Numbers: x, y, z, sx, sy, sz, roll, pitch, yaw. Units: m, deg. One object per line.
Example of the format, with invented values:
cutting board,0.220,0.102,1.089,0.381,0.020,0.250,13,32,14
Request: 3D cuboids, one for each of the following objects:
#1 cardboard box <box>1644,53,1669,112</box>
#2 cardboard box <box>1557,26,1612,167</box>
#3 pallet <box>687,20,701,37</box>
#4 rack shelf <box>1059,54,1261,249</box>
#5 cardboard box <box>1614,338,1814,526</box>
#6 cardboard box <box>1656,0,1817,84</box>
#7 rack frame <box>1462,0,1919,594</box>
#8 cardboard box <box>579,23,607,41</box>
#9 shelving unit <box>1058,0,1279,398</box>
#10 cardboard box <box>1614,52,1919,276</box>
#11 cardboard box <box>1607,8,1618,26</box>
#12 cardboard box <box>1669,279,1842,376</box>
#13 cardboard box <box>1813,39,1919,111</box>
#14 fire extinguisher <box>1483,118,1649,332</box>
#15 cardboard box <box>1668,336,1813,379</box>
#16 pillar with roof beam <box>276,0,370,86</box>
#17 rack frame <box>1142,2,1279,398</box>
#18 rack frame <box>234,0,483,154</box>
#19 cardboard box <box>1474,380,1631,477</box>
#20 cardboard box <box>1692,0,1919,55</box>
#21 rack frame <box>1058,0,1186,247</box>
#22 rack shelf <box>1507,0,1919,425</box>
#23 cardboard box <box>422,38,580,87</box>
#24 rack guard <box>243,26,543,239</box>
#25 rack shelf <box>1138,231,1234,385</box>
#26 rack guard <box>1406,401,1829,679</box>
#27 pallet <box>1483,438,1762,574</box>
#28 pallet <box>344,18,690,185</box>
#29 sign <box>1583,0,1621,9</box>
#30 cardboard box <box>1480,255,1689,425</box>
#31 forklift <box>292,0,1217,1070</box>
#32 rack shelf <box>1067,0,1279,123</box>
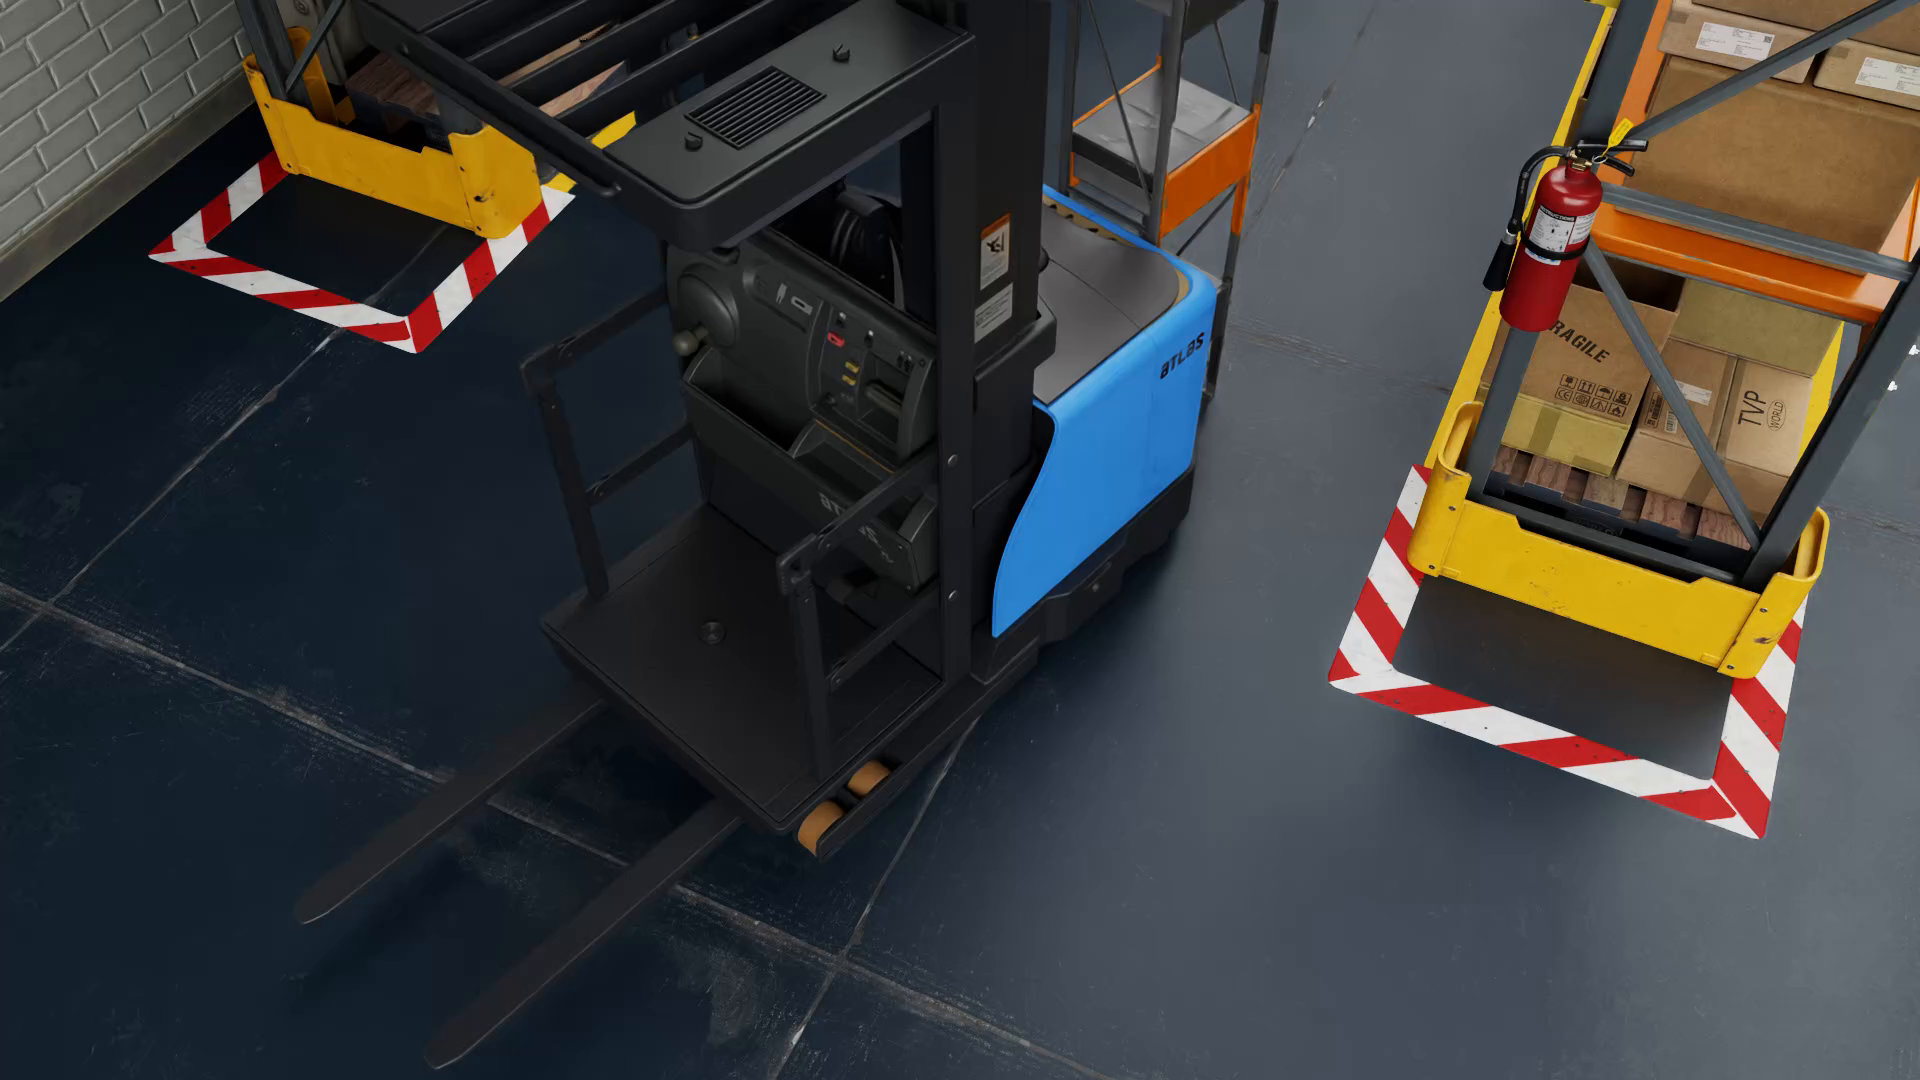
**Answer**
cardboard box,2.552,-1.545,5.029,0.700,0.500,0.500,21,53,17
cardboard box,2.495,-1.479,6.076,0.500,0.500,0.500,20,52,16
pallet,-1.426,-2.975,8.142,1.003,0.211,1.213,20,52,16
rack shelf,0.632,-1.169,5.384,0.431,0.518,0.480,35,58,26
cardboard box,2.551,-0.374,5.628,0.500,0.250,0.500,20,52,16
cardboard box,2.111,-1.399,4.480,0.380,0.149,0.250,19,52,15
rack frame,2.121,-0.832,4.488,1.000,3.000,0.127,20,52,16
cardboard box,-1.739,-2.552,7.428,0.500,0.311,0.500,24,54,19
shelving unit,0.632,-1.178,5.373,0.431,2.100,0.503,35,58,26
cardboard box,2.332,-1.181,4.720,0.700,0.500,0.500,20,52,16
cardboard box,2.709,-1.823,6.369,0.500,0.500,0.500,20,52,16
cardboard box,2.763,-0.962,5.636,0.500,0.500,0.500,20,52,16
cardboard box,2.483,-1.274,4.373,0.380,0.149,0.250,19,52,16
fire extinguisher,1.650,-0.876,4.577,0.296,0.674,0.183,20,52,16
cardboard box,2.761,-0.719,5.922,0.500,0.250,0.500,20,52,16
pillar with roof beam,1.049,-3.748,3.030,9.100,9.000,0.400,20,52,16
rack frame,0.797,-1.314,5.490,0.400,2.100,0.015,35,58,26
rack frame,-2.360,-2.441,5.857,1.000,3.000,0.127,20,52,16
cardboard box,2.082,-0.542,5.771,0.500,0.250,0.500,20,52,16
cardboard box,2.354,-1.638,4.257,0.700,0.500,0.500,20,52,16
rack frame,0.467,-1.041,5.257,0.400,2.100,0.015,35,58,26
rack shelf,2.975,-1.976,5.934,1.077,0.370,4.000,20,52,16
cardboard box,-1.983,-2.159,7.094,0.500,0.311,0.500,14,51,12
rack guard,-2.327,-1.683,6.854,1.175,0.500,0.348,20,52,16
rack shelf,0.632,-0.715,5.917,0.431,0.518,0.480,35,58,26
rack guard,2.110,-0.005,5.426,1.175,0.500,0.348,20,52,16
pallet,2.409,-0.468,6.010,1.003,0.211,1.213,20,52,16
pallet,-1.948,-2.138,7.430,1.003,0.211,1.213,20,52,16
sign,1.636,-1.470,4.115,0.100,0.325,0.005,20,52,16
cardboard box,2.081,-0.786,5.486,0.500,0.500,0.500,20,52,16
forklift,-0.574,-0.457,4.214,1.130,2.935,3.031,35,58,26
rack shelf,0.632,-1.622,4.851,0.431,0.518,0.480,35,58,26
